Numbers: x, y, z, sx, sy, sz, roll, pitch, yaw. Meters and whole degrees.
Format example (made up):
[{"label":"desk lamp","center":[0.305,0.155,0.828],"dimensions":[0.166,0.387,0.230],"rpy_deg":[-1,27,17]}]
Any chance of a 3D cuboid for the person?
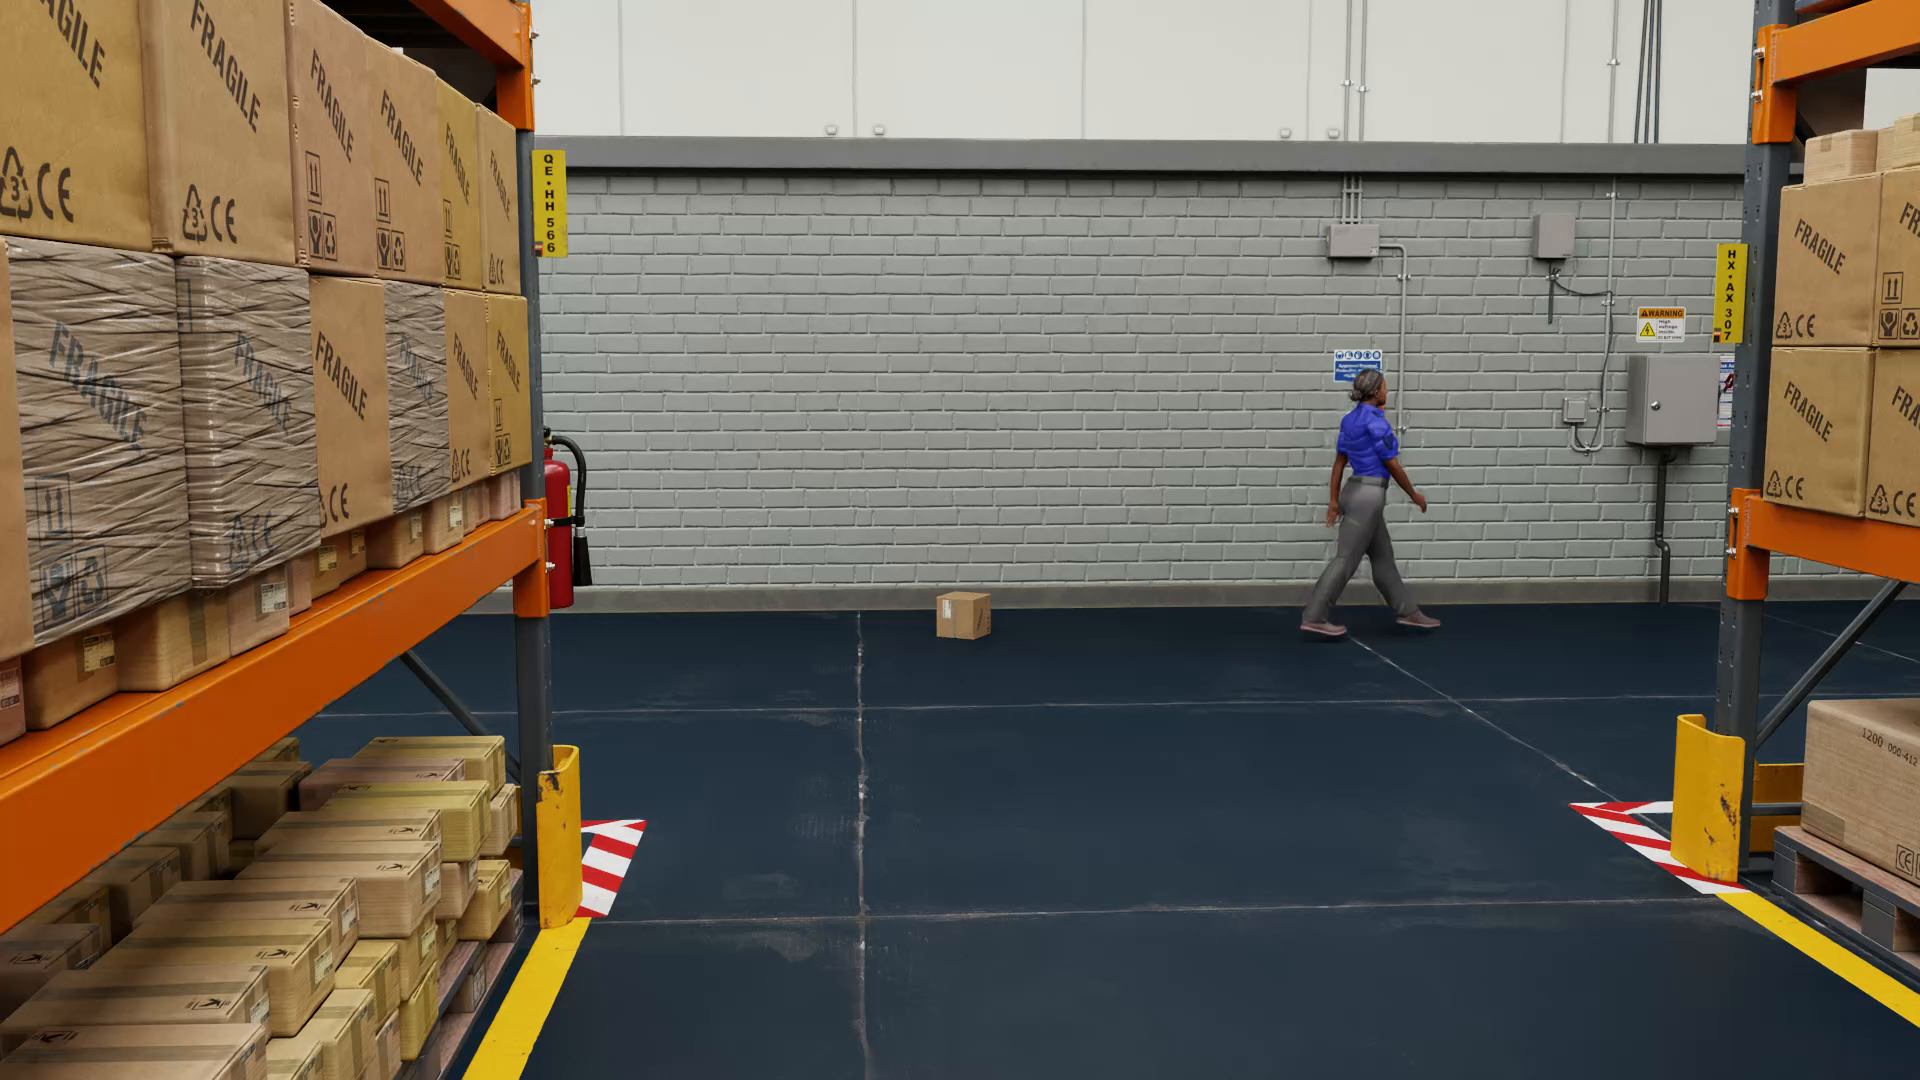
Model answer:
[{"label":"person","center":[2.518,-0.230,10.055],"dimensions":[0.967,1.604,0.443],"rpy_deg":[-1,7,-9]}]
